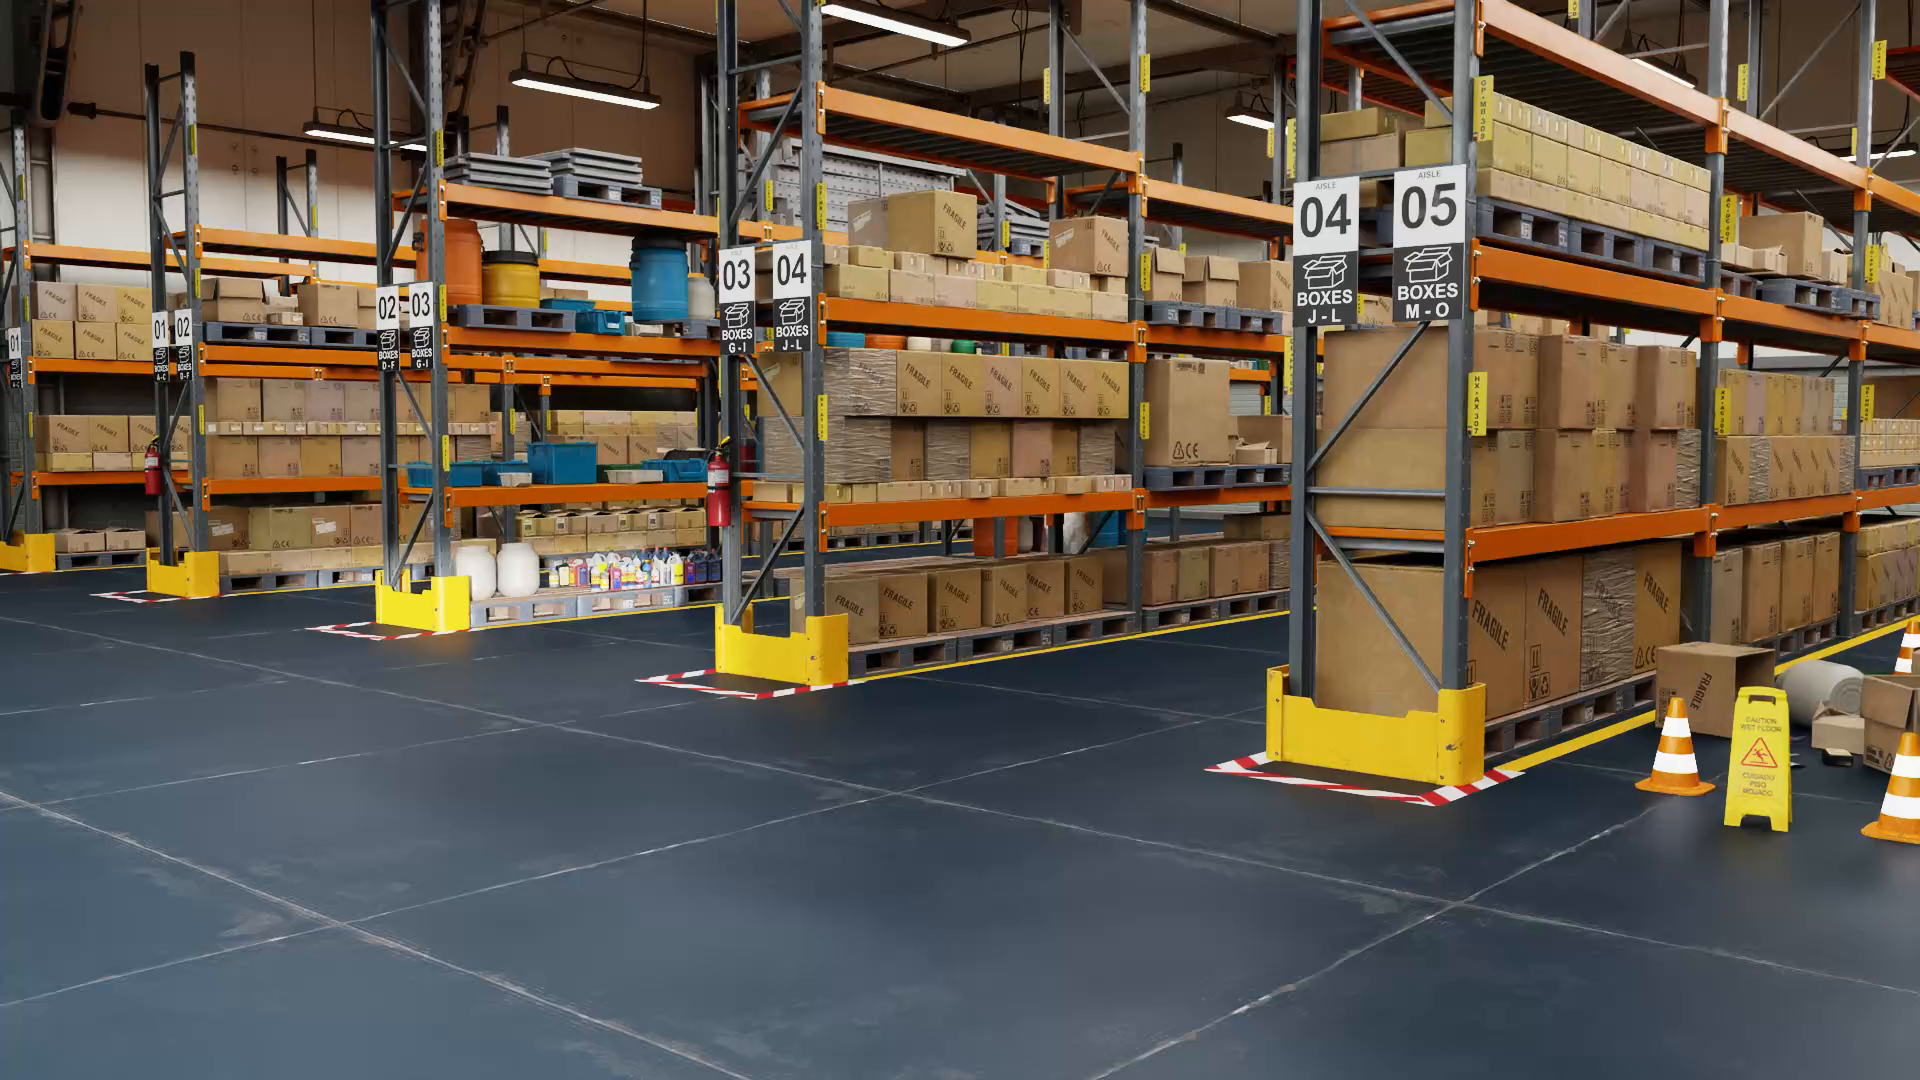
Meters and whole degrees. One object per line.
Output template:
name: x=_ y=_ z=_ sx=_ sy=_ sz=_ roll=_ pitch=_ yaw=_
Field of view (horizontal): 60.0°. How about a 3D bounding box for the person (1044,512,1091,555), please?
person: x=1.134 y=-0.118 z=17.288 sx=0.563 sy=1.666 sz=0.470 roll=3 pitch=5 yaw=37
